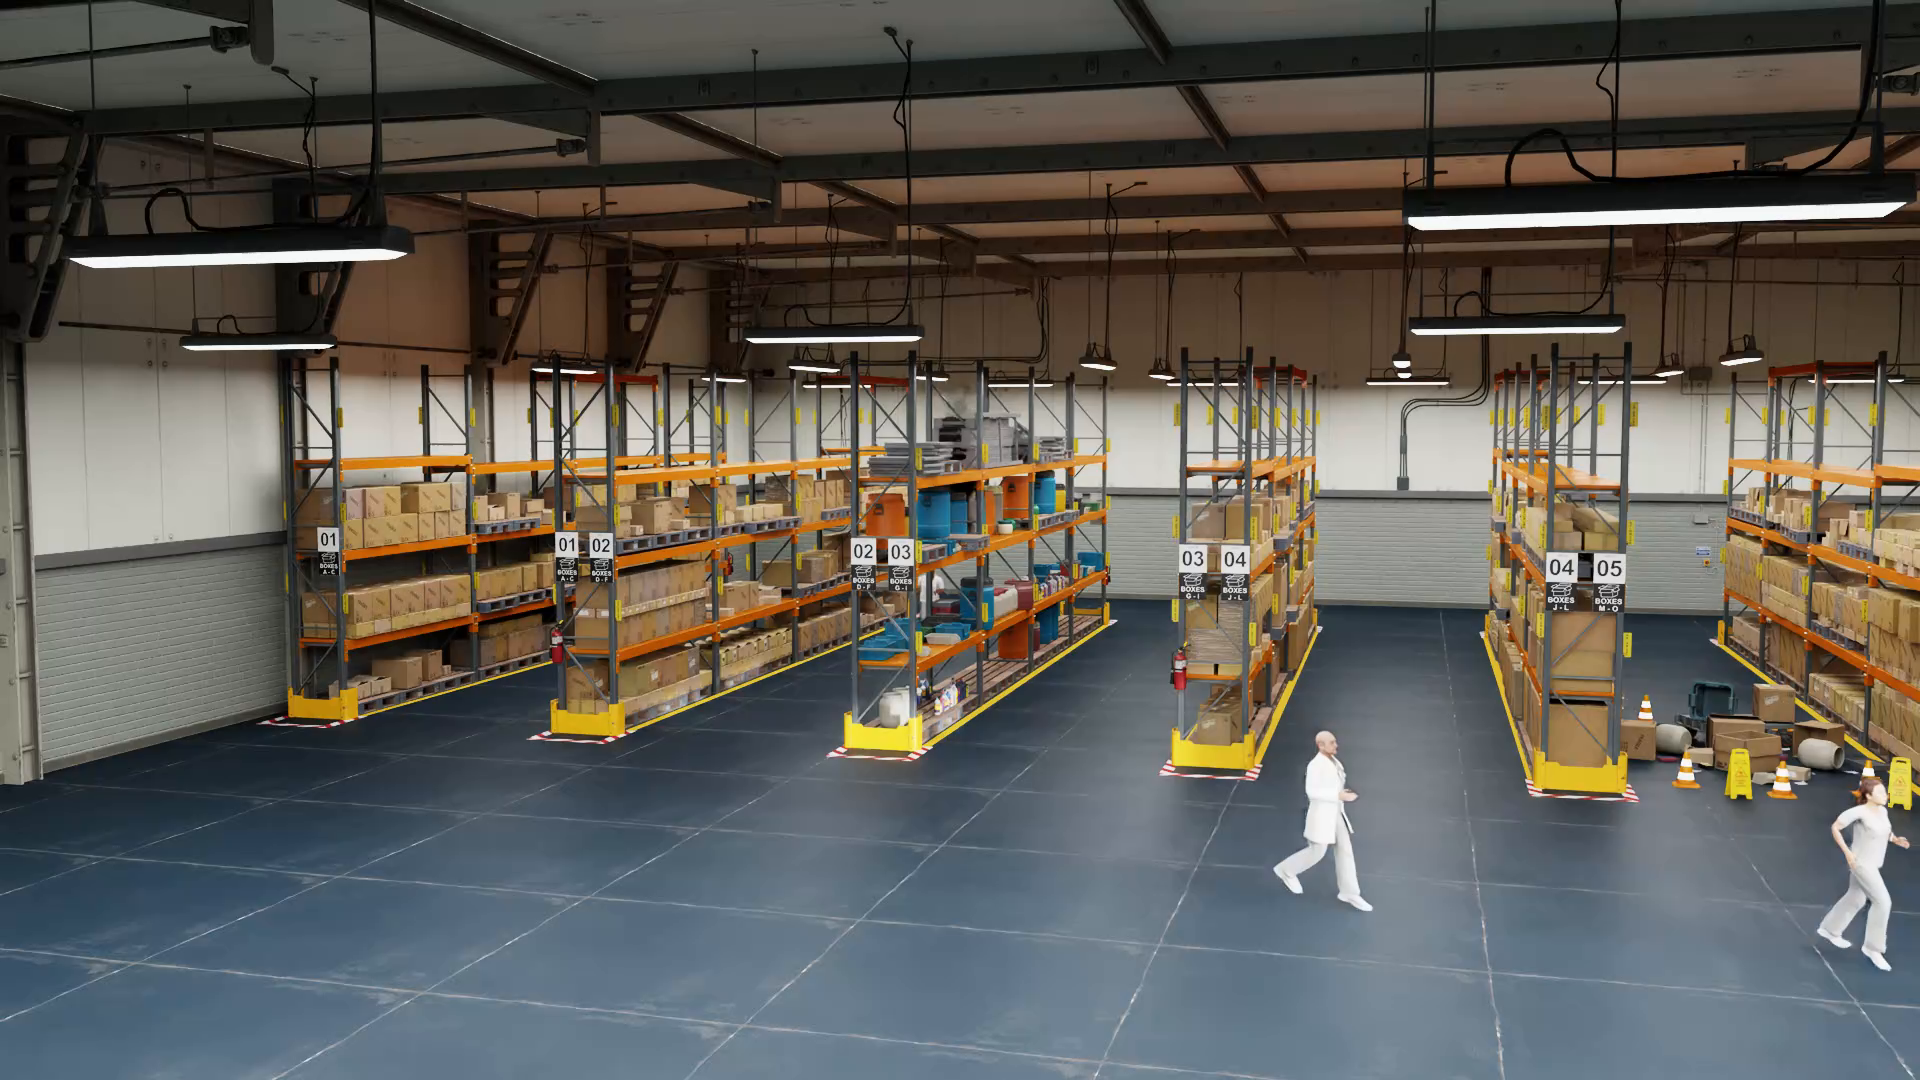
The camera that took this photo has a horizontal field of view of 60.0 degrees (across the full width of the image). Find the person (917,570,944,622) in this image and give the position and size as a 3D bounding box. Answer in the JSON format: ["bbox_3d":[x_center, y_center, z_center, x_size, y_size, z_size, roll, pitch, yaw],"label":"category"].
[{"bbox_3d":[-0.680,1.419,36.956,0.672,1.823,0.763,0,4,1],"label":"person"}]

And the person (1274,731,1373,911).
[{"bbox_3d":[3.727,2.851,17.059,1.049,1.798,0.698,3,5,39],"label":"person"}]

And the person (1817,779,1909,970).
[{"bbox_3d":[8.351,3.047,15.394,0.561,1.699,0.768,-3,5,-36],"label":"person"}]
